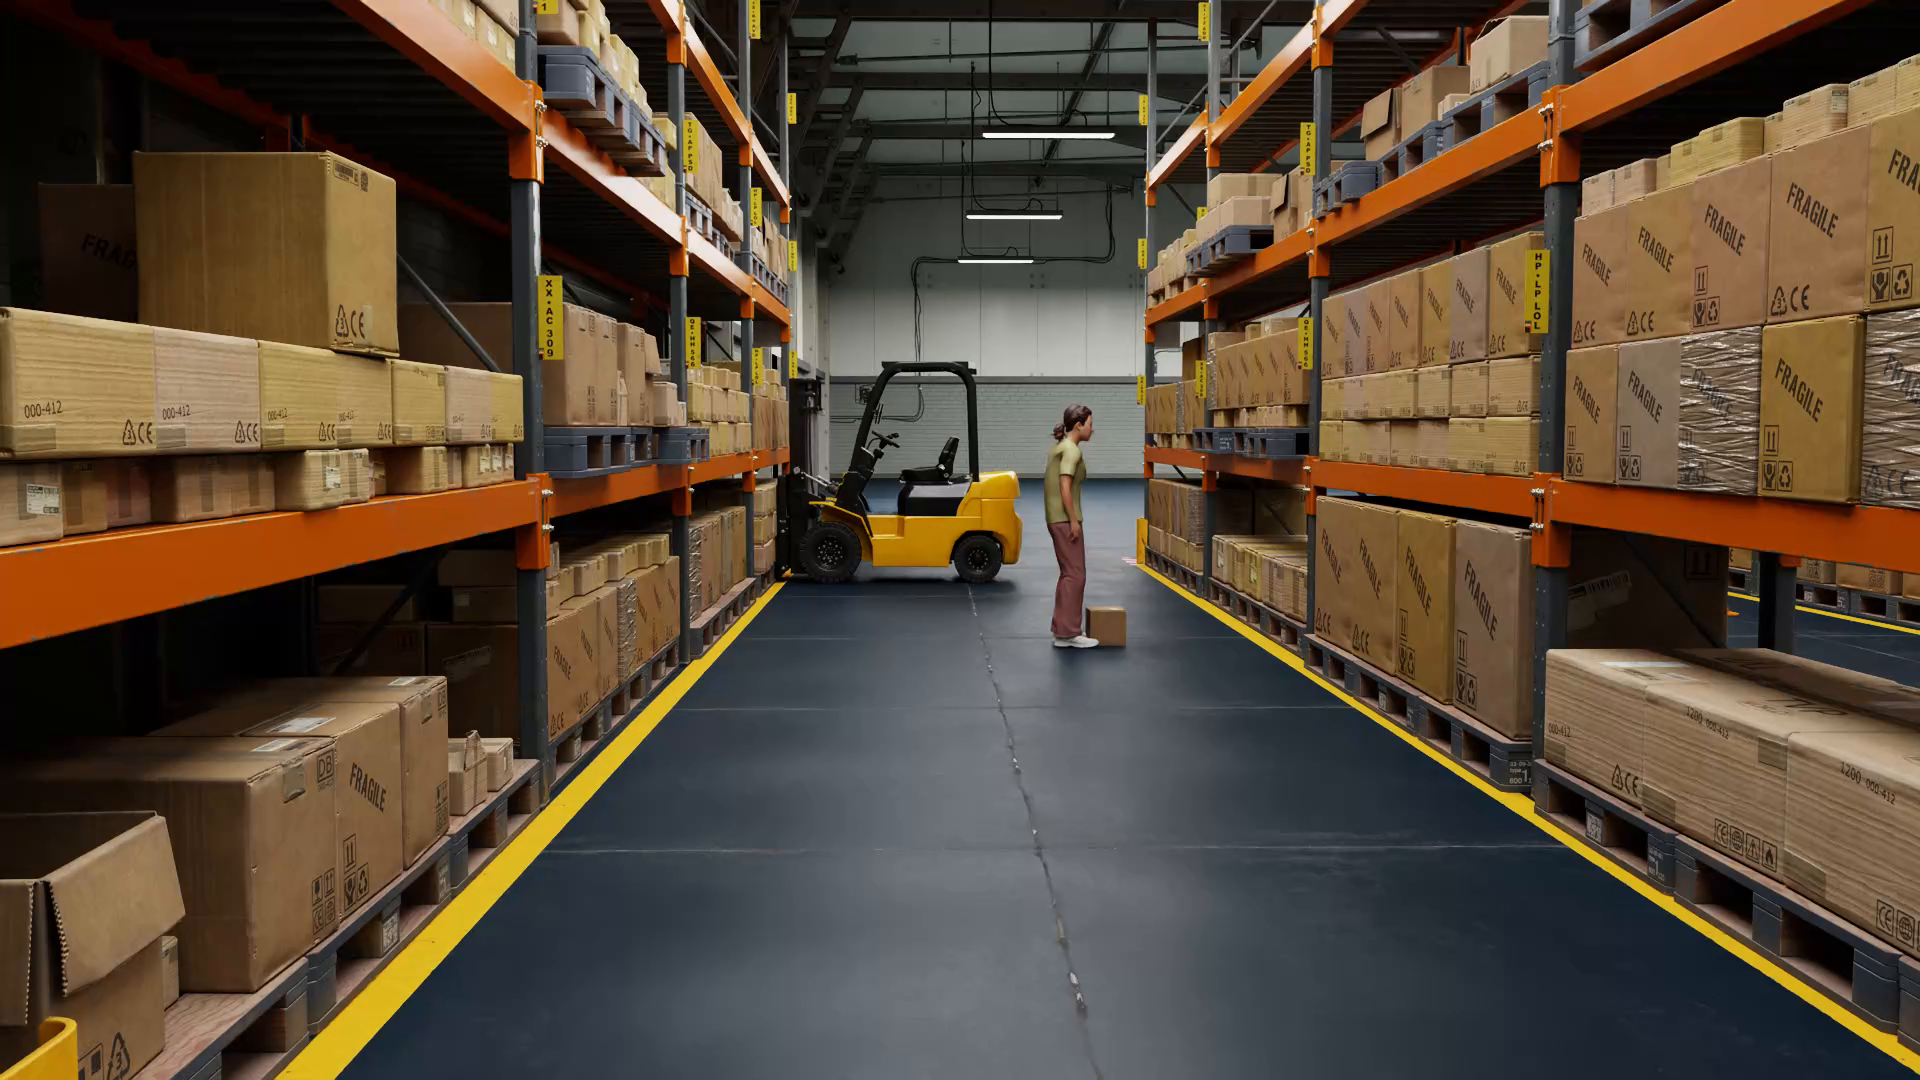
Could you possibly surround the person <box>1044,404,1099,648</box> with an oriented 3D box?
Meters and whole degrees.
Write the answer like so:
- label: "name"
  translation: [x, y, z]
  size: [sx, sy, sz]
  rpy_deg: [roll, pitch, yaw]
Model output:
- label: "person"
  translation: [0.770, -0.106, 11.552]
  size: [0.367, 1.671, 0.510]
  rpy_deg: [0, 4, -4]
